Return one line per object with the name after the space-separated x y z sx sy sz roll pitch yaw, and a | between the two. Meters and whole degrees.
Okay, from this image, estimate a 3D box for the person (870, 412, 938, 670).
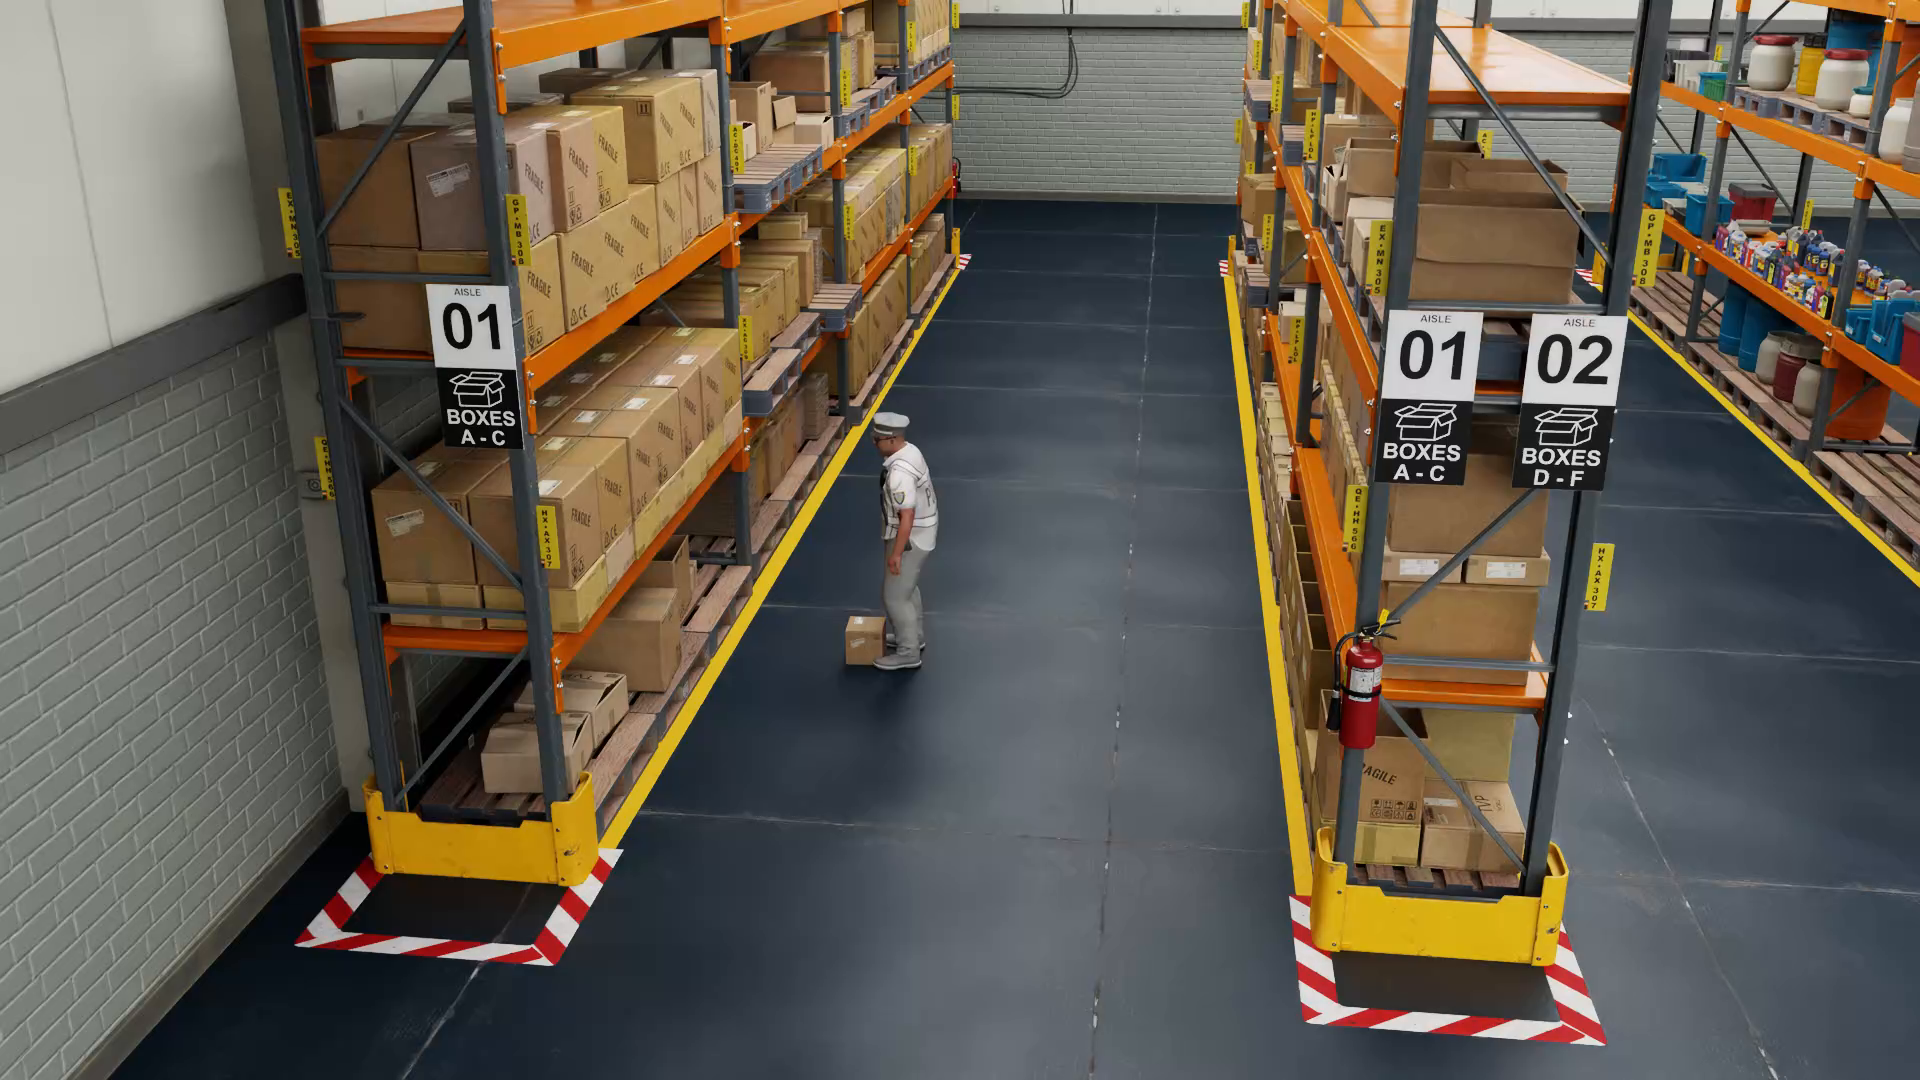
-0.366 -0.003 11.077 0.435 1.748 0.606 1 21 3 | person
